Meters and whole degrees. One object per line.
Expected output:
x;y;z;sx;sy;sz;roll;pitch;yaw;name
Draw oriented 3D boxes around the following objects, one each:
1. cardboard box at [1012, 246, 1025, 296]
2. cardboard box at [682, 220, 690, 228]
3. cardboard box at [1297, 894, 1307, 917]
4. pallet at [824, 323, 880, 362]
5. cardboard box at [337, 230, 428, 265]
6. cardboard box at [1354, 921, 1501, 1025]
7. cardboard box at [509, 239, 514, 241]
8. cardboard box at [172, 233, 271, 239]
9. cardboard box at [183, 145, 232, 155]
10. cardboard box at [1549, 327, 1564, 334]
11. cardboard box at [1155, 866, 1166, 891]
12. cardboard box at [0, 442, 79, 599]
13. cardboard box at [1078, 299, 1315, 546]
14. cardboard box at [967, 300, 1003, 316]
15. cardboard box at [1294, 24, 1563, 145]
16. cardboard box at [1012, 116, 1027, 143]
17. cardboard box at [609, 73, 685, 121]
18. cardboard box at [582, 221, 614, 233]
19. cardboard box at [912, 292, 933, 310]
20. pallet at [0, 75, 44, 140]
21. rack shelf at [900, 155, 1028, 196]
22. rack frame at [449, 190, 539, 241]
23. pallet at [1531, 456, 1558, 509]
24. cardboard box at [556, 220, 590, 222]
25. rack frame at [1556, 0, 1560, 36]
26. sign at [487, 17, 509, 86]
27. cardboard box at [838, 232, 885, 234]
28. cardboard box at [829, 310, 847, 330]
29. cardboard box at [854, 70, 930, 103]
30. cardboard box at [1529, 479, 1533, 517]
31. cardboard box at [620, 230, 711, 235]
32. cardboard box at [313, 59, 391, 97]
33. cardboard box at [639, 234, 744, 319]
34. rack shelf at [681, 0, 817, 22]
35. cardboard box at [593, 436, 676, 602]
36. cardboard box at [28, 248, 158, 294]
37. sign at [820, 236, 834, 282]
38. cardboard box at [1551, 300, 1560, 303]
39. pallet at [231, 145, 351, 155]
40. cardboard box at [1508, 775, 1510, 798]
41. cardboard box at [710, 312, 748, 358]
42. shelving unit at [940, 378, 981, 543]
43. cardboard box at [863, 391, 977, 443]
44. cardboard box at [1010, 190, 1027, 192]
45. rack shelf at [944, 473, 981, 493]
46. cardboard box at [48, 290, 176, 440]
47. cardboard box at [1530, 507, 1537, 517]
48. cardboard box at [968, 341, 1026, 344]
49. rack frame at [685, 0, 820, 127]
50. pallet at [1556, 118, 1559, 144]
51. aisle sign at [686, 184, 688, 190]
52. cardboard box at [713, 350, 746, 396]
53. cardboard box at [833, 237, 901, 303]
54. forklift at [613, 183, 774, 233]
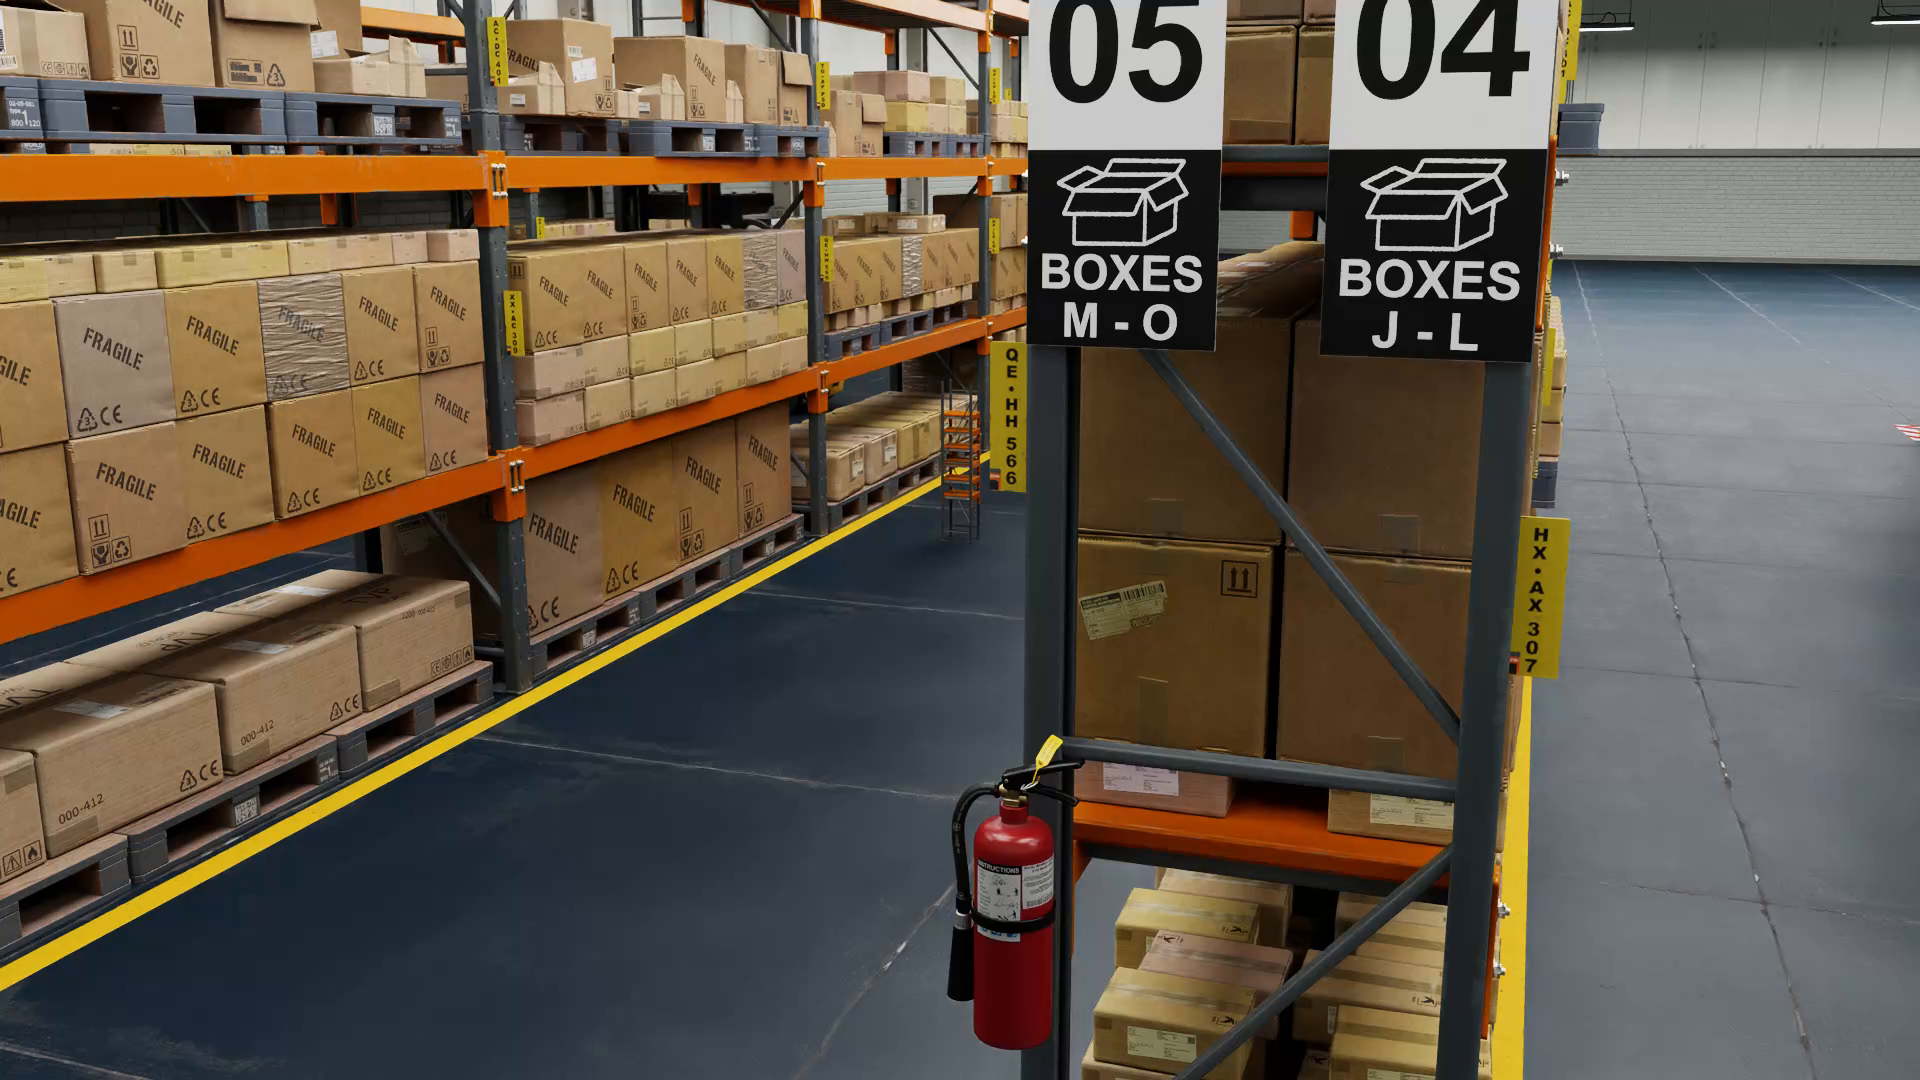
0.344;-2.738;16.848;0.500;0.500;0.500;4;14;18;cardboard box
-3.573;-3.928;20.605;0.380;0.149;0.250;4;14;18;cardboard box
0.957;1.279;5.606;0.380;0.149;0.250;5;14;19;cardboard box
-1.367;-1.586;13.126;1.213;0.211;1.003;4;14;18;pallet
-2.777;-1.396;7.936;0.380;0.149;0.250;5;14;20;cardboard box
1.301;1.197;4.630;0.380;0.149;0.250;4;14;18;cardboard box
-5.039;-3.172;17.960;0.380;0.149;0.250;4;14;18;cardboard box
-3.387;-1.324;7.619;0.380;0.149;0.250;4;14;18;cardboard box
-6.131;-3.142;13.109;0.500;0.250;0.500;4;13;17;cardboard box
2.824;-0.986;8.350;0.380;0.149;0.250;4;14;18;cardboard box
0.840;1.040;5.315;0.380;0.149;0.250;5;14;20;cardboard box
-3.521;-0.075;5.851;0.500;0.500;0.500;4;13;18;cardboard box
0.544;-0.298;3.911;0.500;0.500;0.500;4;13;17;cardboard box
0.203;-2.285;16.321;0.380;0.149;0.250;4;14;18;cardboard box
1.019;-0.968;3.582;0.500;0.250;0.500;5;14;20;cardboard box
0.357;-4.080;16.552;0.500;0.250;0.500;4;14;18;cardboard box
-1.868;-2.641;9.933;0.396;0.266;0.258;6;14;23;cardboard box
-4.174;-3.553;18.964;0.380;0.149;0.250;4;14;18;cardboard box
-0.451;-2.104;14.587;0.380;0.149;0.250;4;14;18;cardboard box
-3.855;-1.413;5.398;1.003;0.211;1.213;4;14;18;pallet
0.445;-3.897;17.695;1.077;0.370;4.000;4;14;18;rack shelf
-4.900;-2.720;17.666;1.000;3.000;0.127;4;14;18;rack frame
2.311;-0.401;7.936;1.003;0.211;1.213;4;14;18;pallet
-4.526;-3.638;19.334;0.380;0.149;0.250;5;14;20;cardboard box
0.632;-2.427;2.898;1.000;3.000;0.127;4;14;18;rack frame
-2.265;-2.393;8.150;0.100;0.325;0.005;4;14;18;sign
-0.960;-2.476;14.757;0.500;0.500;0.500;4;14;18;cardboard box
-1.092;-1.716;12.886;0.380;0.149;0.250;3;13;15;cardboard box
-0.578;-3.854;14.161;0.500;0.250;0.500;5;14;19;cardboard box
1.868;-0.307;6.197;0.500;0.500;0.500;4;13;17;cardboard box
-2.039;-1.867;11.453;0.500;0.500;0.500;4;14;19;cardboard box
-2.780;-2.060;7.426;0.380;0.149;0.250;5;14;20;cardboard box
-1.741;-1.717;10.800;0.500;0.500;0.500;4;14;18;cardboard box
-2.144;-3.480;10.026;1.077;0.370;4.000;4;14;18;rack shelf
-2.381;-0.175;10.347;0.875;0.875;0.875;5;14;20;cardboard box
-3.274;-1.017;6.272;0.380;0.149;0.250;4;14;19;cardboard box
-0.970;-2.047;12.113;0.100;0.325;0.005;4;14;18;sign
3.412;-1.370;10.033;0.380;0.149;0.250;4;14;18;cardboard box
-6.059;-3.398;14.318;1.213;0.211;1.003;5;14;21;pallet
1.979;0.901;6.596;0.380;0.149;0.250;4;13;16;cardboard box
-1.721;-1.355;10.895;0.500;0.250;0.500;4;13;17;cardboard box
0.005;-0.588;12.368;0.258;1.200;0.189;4;14;18;shelving unit
-0.370;-1.177;15.865;0.950;0.372;0.625;5;14;19;cardboard box
0.962;-3.658;18.634;0.700;0.500;0.500;4;14;19;cardboard box
0.005;-0.428;12.404;0.258;0.103;0.180;4;14;18;rack shelf
-3.340;-0.672;6.221;0.500;0.500;0.500;4;14;18;cardboard box
3.502;-0.416;11.683;1.050;0.750;0.750;4;14;18;cardboard box
0.406;-1.812;17.236;0.500;0.500;0.500;5;14;21;cardboard box
-1.496;-4.446;11.746;1.000;3.000;0.127;4;14;18;rack frame
2.559;-2.056;8.436;1.213;0.211;1.003;4;14;18;pallet
-3.307;-4.823;21.035;0.394;0.787;0.004;4;14;18;aisle sign
-1.743;-1.110;10.946;0.500;0.250;0.500;4;14;18;cardboard box
-0.804;-2.221;13.640;0.500;0.500;0.500;5;14;19;cardboard box
-2.311;-2.036;14.822;1.130;2.935;3.031;5;14;19;forklift
